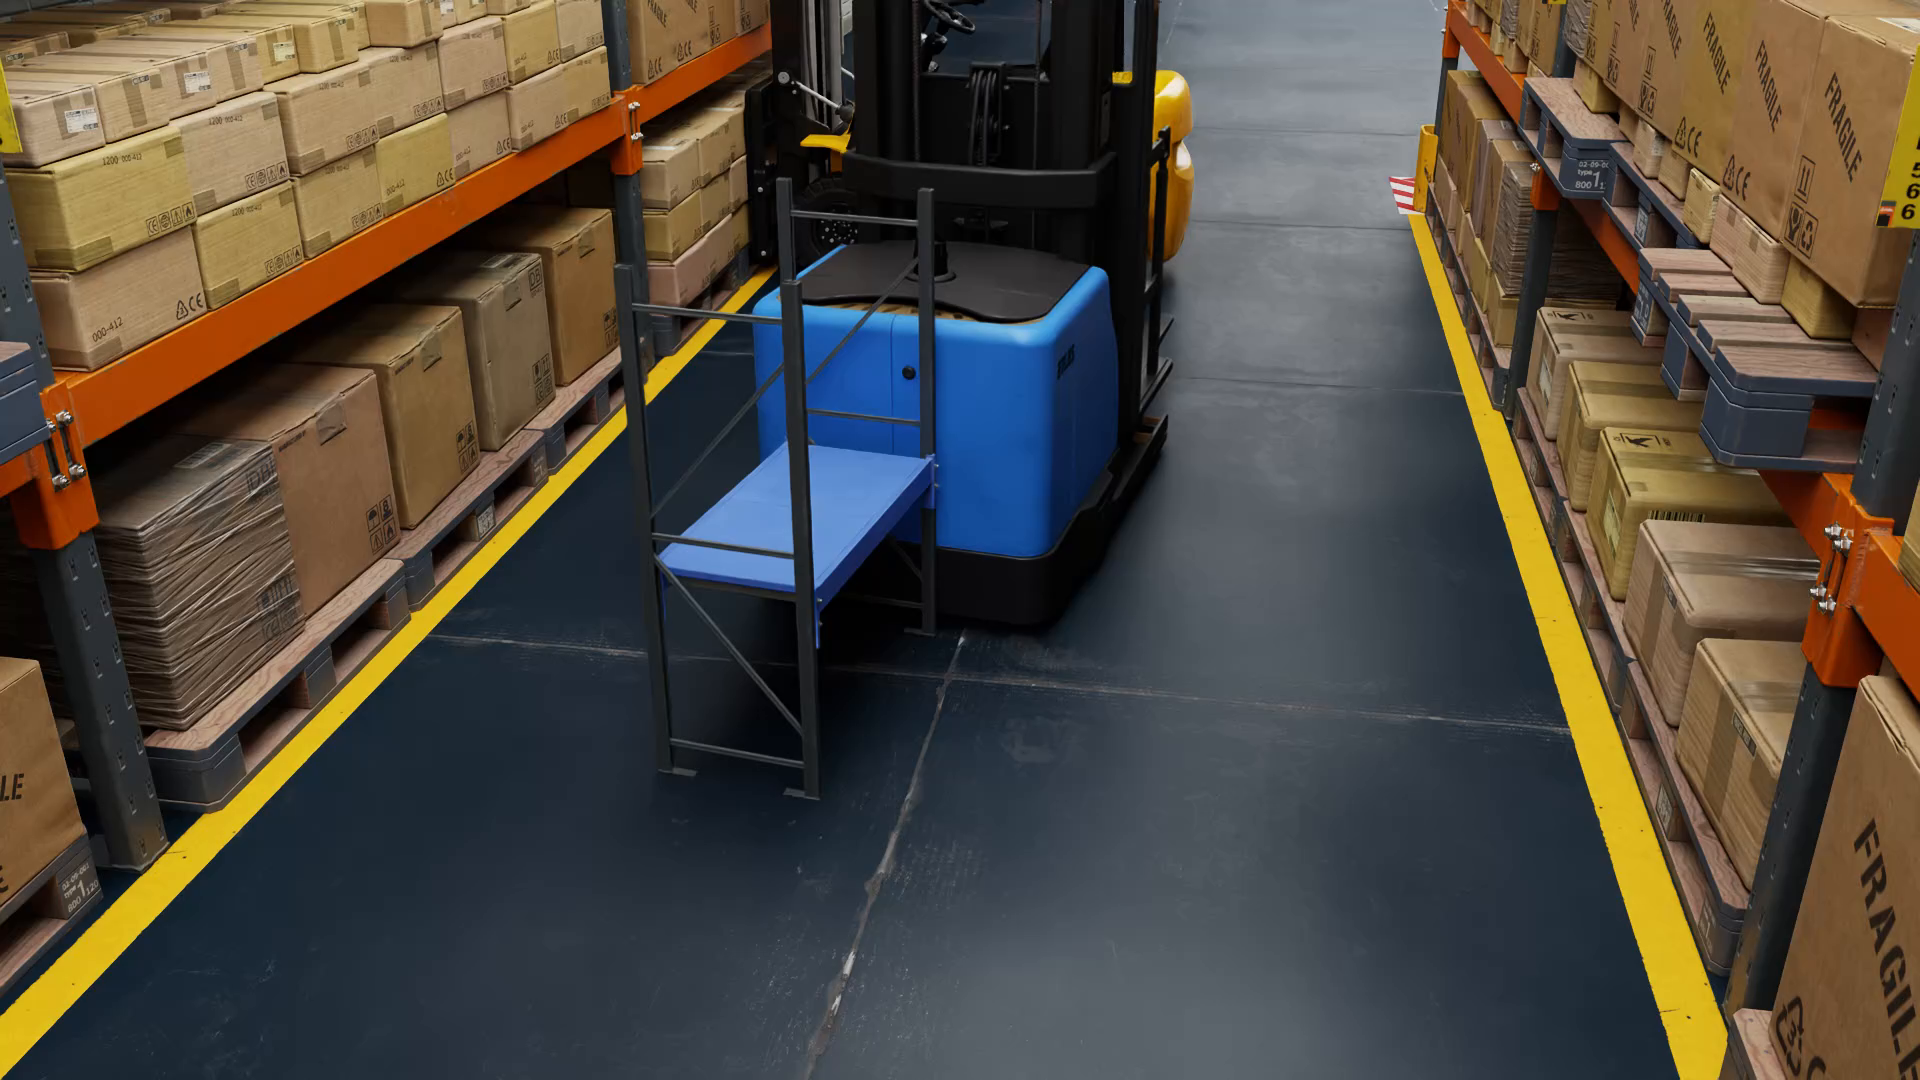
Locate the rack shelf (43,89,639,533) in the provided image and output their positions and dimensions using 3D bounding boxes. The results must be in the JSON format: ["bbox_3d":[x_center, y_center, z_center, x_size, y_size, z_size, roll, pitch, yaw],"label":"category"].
[{"bbox_3d":[-2.304,-1.050,5.804,1.077,0.370,4.000,4,25,9],"label":"rack shelf"}]

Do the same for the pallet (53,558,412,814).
[{"bbox_3d":[-2.458,0.382,5.185,1.003,0.211,1.213,4,25,9],"label":"pallet"}]

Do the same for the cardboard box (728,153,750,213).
[{"bbox_3d":[-1.420,-1.985,9.111,0.500,0.250,0.500,4,25,8],"label":"cardboard box"}]

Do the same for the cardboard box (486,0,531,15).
[{"bbox_3d":[-1.843,-2.066,6.243,0.380,0.149,0.250,3,25,7],"label":"cardboard box"}]

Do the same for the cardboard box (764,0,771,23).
[{"bbox_3d":[-1.322,-3.276,9.593,0.500,0.500,0.500,4,25,8],"label":"cardboard box"}]

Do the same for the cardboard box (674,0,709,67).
[{"bbox_3d":[-1.579,-2.644,8.243,0.500,0.500,0.500,4,25,9],"label":"cardboard box"}]

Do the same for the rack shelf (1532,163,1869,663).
[{"bbox_3d":[2.593,-0.708,5.073,1.077,0.370,4.000,4,25,9],"label":"rack shelf"}]

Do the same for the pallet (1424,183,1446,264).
[{"bbox_3d":[3.394,-1.911,10.084,1.003,0.211,1.213,4,25,9],"label":"pallet"}]

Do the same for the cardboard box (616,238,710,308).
[{"bbox_3d":[-1.572,-1.337,8.316,0.500,0.250,0.500,4,25,9],"label":"cardboard box"}]

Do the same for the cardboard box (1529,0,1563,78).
[{"bbox_3d":[2.747,-2.253,7.057,0.500,0.500,0.500,3,25,7],"label":"cardboard box"}]

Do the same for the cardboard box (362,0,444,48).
[{"bbox_3d":[-1.961,-1.741,5.547,0.380,0.149,0.250,3,25,7],"label":"cardboard box"}]

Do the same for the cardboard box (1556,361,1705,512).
[{"bbox_3d":[2.723,-0.350,6.063,0.950,0.372,0.625,6,26,12],"label":"cardboard box"}]

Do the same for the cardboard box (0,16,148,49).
[{"bbox_3d":[-2.652,-1.461,4.951,0.380,0.149,0.250,4,25,8],"label":"cardboard box"}]

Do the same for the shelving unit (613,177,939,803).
[{"bbox_3d":[-0.474,-0.185,4.876,0.538,1.500,1.048,8,26,16],"label":"shelving unit"}]

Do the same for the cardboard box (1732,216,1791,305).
[{"bbox_3d":[2.057,-0.653,3.907,0.380,0.149,0.250,4,25,8],"label":"cardboard box"}]

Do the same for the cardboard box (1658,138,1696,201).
[{"bbox_3d":[2.263,-1.081,4.821,0.380,0.149,0.250,3,25,7],"label":"cardboard box"}]

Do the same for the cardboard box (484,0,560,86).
[{"bbox_3d":[-1.882,-1.932,6.427,0.500,0.250,0.500,3,25,7],"label":"cardboard box"}]

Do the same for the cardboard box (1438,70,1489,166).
[{"bbox_3d":[3.166,-2.499,9.915,0.500,0.500,0.500,3,25,7],"label":"cardboard box"}]

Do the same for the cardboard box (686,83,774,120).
[{"bbox_3d":[-1.332,-2.432,9.476,0.500,0.250,0.500,4,25,7],"label":"cardboard box"}]

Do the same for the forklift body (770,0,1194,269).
[{"bbox_3d":[0.166,-2.582,9.228,2.313,2.155,1.214,4,25,9],"label":"forklift body"}]

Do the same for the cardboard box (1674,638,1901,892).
[{"bbox_3d":[2.369,0.567,4.104,0.950,0.372,0.625,2,25,5],"label":"cardboard box"}]

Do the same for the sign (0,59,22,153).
[{"bbox_3d":[-2.094,-0.994,3.564,0.100,0.325,0.005,4,25,9],"label":"sign"}]

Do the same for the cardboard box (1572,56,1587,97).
[{"bbox_3d":[2.518,-1.737,6.224,0.380,0.149,0.250,4,25,9],"label":"cardboard box"}]

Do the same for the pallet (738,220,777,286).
[{"bbox_3d":[-1.609,-1.791,9.827,1.003,0.211,1.213,4,25,9],"label":"pallet"}]

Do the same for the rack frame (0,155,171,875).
[{"bbox_3d":[-2.631,-0.540,3.864,1.000,3.000,0.127,4,25,9],"label":"rack frame"}]

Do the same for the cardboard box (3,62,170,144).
[{"bbox_3d":[-2.246,-1.103,4.186,0.380,0.149,0.250,5,25,10],"label":"cardboard box"}]

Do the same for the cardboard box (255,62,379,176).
[{"bbox_3d":[-2.131,-1.294,5.063,0.500,0.250,0.500,3,25,7],"label":"cardboard box"}]

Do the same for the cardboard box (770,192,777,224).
[{"bbox_3d":[-1.333,-1.977,9.684,0.500,0.250,0.500,5,26,10],"label":"cardboard box"}]

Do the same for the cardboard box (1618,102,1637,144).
[{"bbox_3d":[2.414,-1.405,5.514,0.380,0.149,0.250,4,25,9],"label":"cardboard box"}]

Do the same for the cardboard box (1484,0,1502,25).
[{"bbox_3d":[2.984,-2.901,8.440,0.500,0.500,0.500,4,25,7],"label":"cardboard box"}]

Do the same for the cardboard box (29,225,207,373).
[{"bbox_3d":[-2.317,-0.640,4.257,0.500,0.250,0.500,4,25,9],"label":"cardboard box"}]

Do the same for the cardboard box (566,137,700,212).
[{"bbox_3d":[-1.589,-1.791,8.106,0.500,0.250,0.500,4,25,8],"label":"cardboard box"}]

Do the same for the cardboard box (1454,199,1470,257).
[{"bbox_3d":[3.002,-1.728,9.151,0.500,0.250,0.500,6,26,12],"label":"cardboard box"}]

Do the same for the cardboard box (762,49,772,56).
[{"bbox_3d":[-1.091,-3.069,10.837,0.500,0.250,0.500,5,26,10],"label":"cardboard box"}]

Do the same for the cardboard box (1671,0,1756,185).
[{"bbox_3d":[2.221,-1.205,4.322,0.500,0.500,0.500,2,25,5],"label":"cardboard box"}]

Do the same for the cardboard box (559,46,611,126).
[{"bbox_3d":[-1.802,-1.916,6.981,0.500,0.250,0.500,5,25,10],"label":"cardboard box"}]

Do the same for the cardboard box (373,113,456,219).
[{"bbox_3d":[-2.067,-1.283,5.630,0.500,0.250,0.500,5,26,10],"label":"cardboard box"}]

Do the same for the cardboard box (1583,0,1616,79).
[{"bbox_3d":[2.479,-1.855,5.710,0.500,0.500,0.500,4,25,9],"label":"cardboard box"}]

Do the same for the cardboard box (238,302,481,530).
[{"bbox_3d":[-2.307,-0.470,6.021,0.875,0.625,0.625,3,25,6],"label":"cardboard box"}]

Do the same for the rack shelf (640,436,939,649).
[{"bbox_3d":[-0.474,-0.022,4.952,0.538,0.185,1.000,8,26,16],"label":"rack shelf"}]

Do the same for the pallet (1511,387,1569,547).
[{"bbox_3d":[2.794,-0.282,6.602,1.003,0.211,1.213,4,25,9],"label":"pallet"}]

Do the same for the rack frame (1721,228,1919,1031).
[{"bbox_3d":[2.266,-0.197,3.133,1.000,3.000,0.127,4,25,9],"label":"rack frame"}]

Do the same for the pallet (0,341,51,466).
[{"bbox_3d":[-2.673,-0.164,3.289,1.213,0.211,1.003,4,25,9],"label":"pallet"}]

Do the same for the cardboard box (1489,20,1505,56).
[{"bbox_3d":[2.912,-2.552,8.460,0.380,0.149,0.250,4,25,9],"label":"cardboard box"}]

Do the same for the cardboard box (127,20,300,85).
[{"bbox_3d":[-2.188,-1.430,4.883,0.380,0.149,0.250,4,25,9],"label":"cardboard box"}]

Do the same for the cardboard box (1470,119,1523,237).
[{"bbox_3d":[2.916,-1.847,8.521,0.500,0.500,0.500,5,26,11],"label":"cardboard box"}]

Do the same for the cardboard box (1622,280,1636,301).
[{"bbox_3d":[3.283,-1.383,7.529,0.500,0.500,0.500,5,26,11],"label":"cardboard box"}]

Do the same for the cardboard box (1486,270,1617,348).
[{"bbox_3d":[2.752,-1.081,7.769,0.500,0.250,0.500,5,26,11],"label":"cardboard box"}]

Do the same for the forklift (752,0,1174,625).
[{"bbox_3d":[0.244,-1.650,6.317,1.130,2.935,3.031,8,26,16],"label":"forklift"}]

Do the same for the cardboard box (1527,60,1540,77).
[{"bbox_3d":[2.706,-2.017,7.317,0.380,0.149,0.250,5,25,10],"label":"cardboard box"}]

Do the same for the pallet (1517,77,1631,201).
[{"bbox_3d":[2.652,-1.474,6.086,1.003,0.211,1.213,4,25,9],"label":"pallet"}]
